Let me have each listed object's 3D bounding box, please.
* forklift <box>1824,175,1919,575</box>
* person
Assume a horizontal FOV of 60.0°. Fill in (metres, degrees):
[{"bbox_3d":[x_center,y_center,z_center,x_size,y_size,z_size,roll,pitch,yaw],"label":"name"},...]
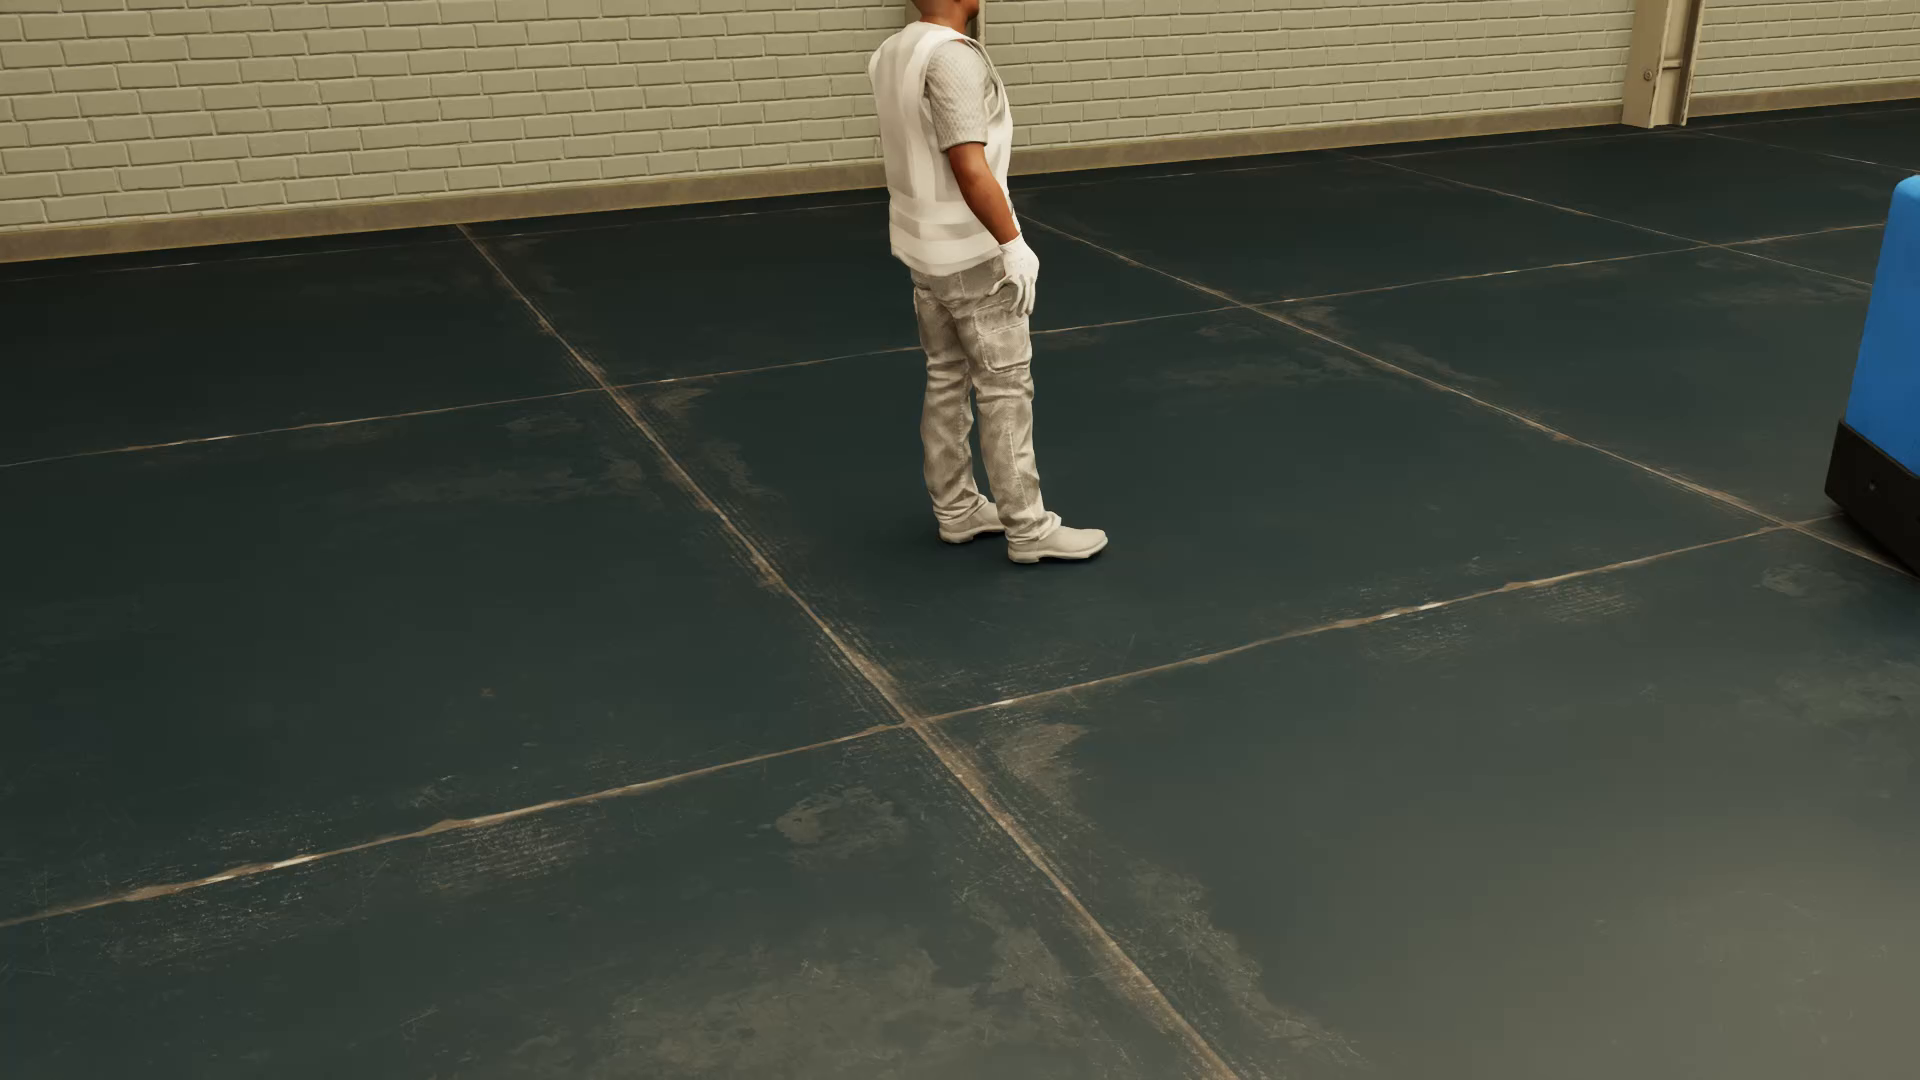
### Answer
[{"bbox_3d":[4.225,-1.230,4.247,3.031,2.935,1.130,1,23,3],"label":"forklift"},{"bbox_3d":[0.069,-0.839,4.782,0.577,1.782,0.656,-10,25,-23],"label":"person"}]
